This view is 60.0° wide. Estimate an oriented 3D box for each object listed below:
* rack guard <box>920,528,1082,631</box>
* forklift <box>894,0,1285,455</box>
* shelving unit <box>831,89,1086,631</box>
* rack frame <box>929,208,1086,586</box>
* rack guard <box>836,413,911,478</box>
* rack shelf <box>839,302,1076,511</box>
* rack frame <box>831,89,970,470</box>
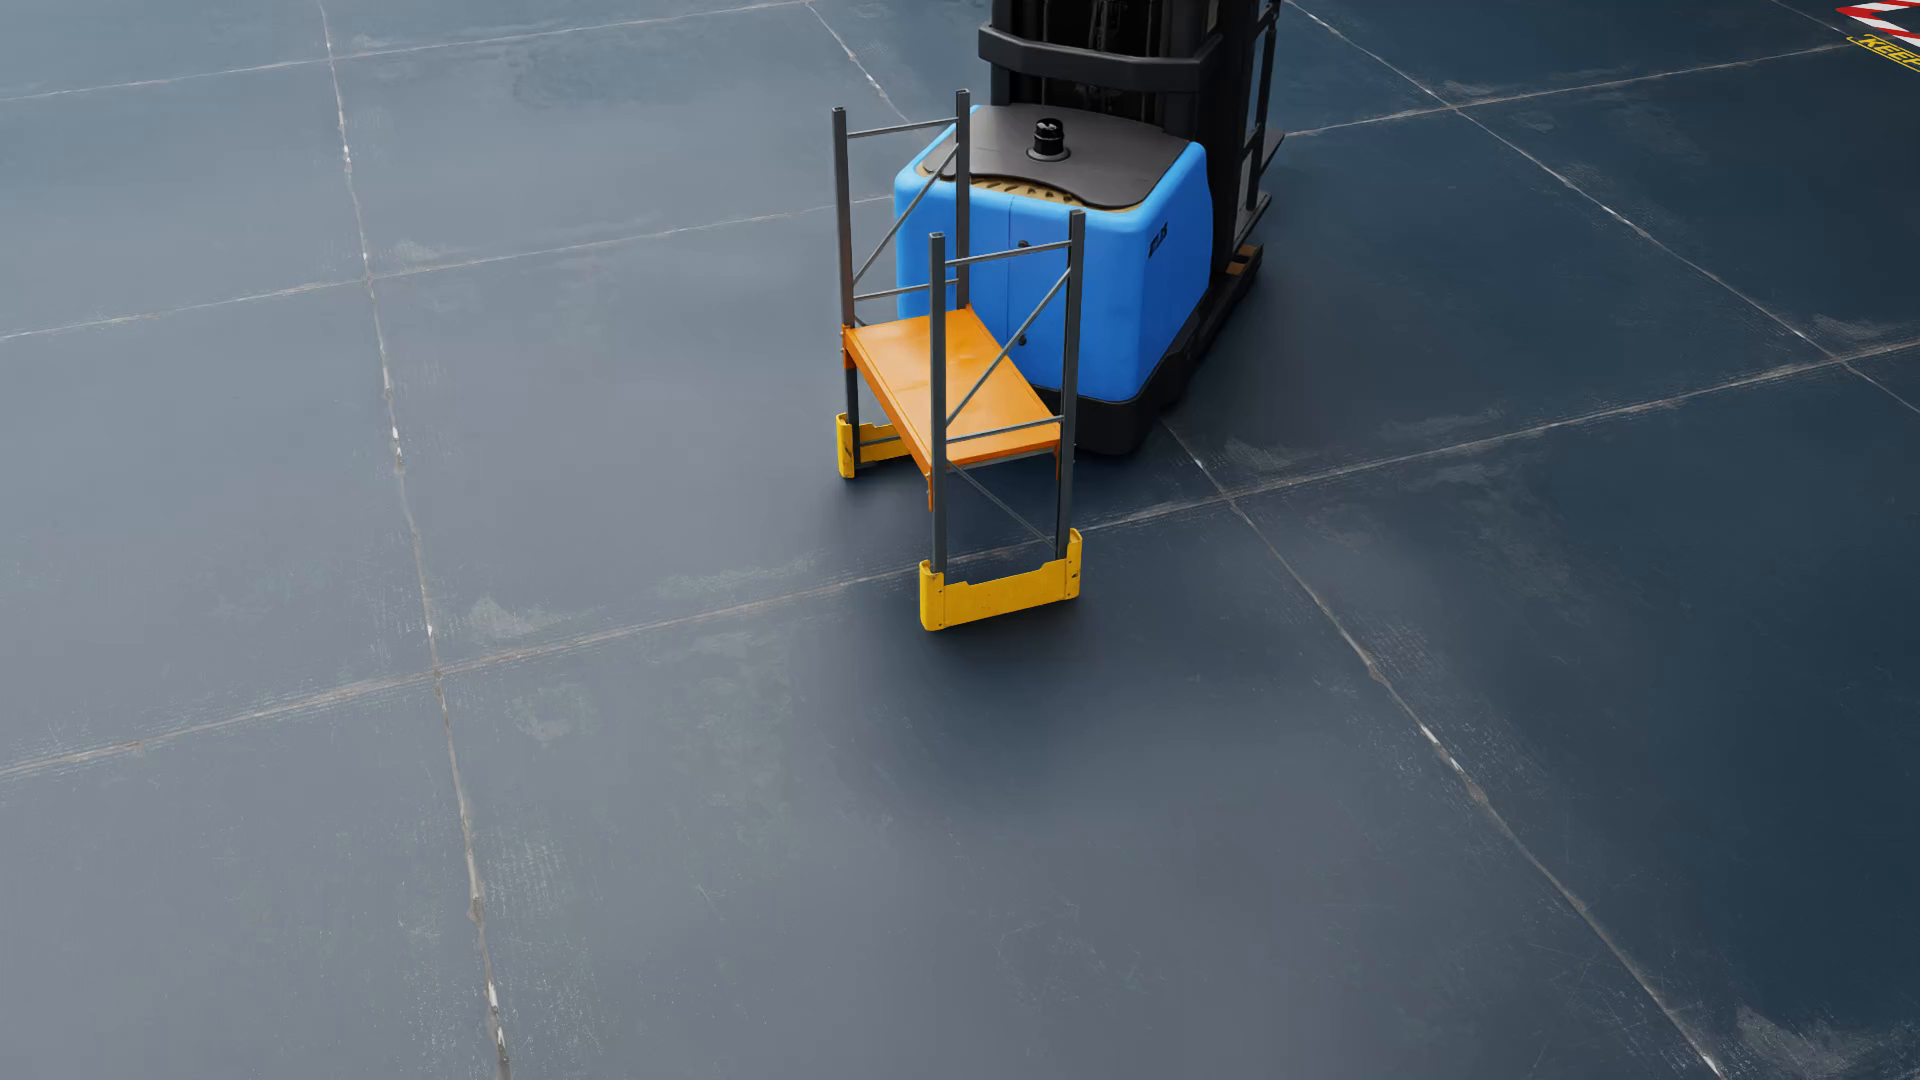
[{"bbox_3d":[0.145,0.138,5.858,0.587,0.250,0.087,-12,39,-16],"label":"rack guard"},{"bbox_3d":[0.787,-2.389,6.986,1.130,2.935,3.031,15,39,19],"label":"forklift"},{"bbox_3d":[-0.026,-0.642,5.856,0.587,1.500,1.083,-12,39,-16],"label":"shelving unit"},{"bbox_3d":[0.146,-0.360,5.481,0.500,1.500,0.032,-12,39,-16],"label":"rack frame"},{"bbox_3d":[-0.198,-0.424,6.605,0.587,0.250,0.087,-12,39,-16],"label":"rack guard"},{"bbox_3d":[-0.029,-0.504,5.971,0.538,0.185,1.000,-12,39,-16],"label":"rack shelf"},{"bbox_3d":[-0.204,-0.934,6.244,0.500,1.500,0.032,-12,39,-16],"label":"rack frame"}]
